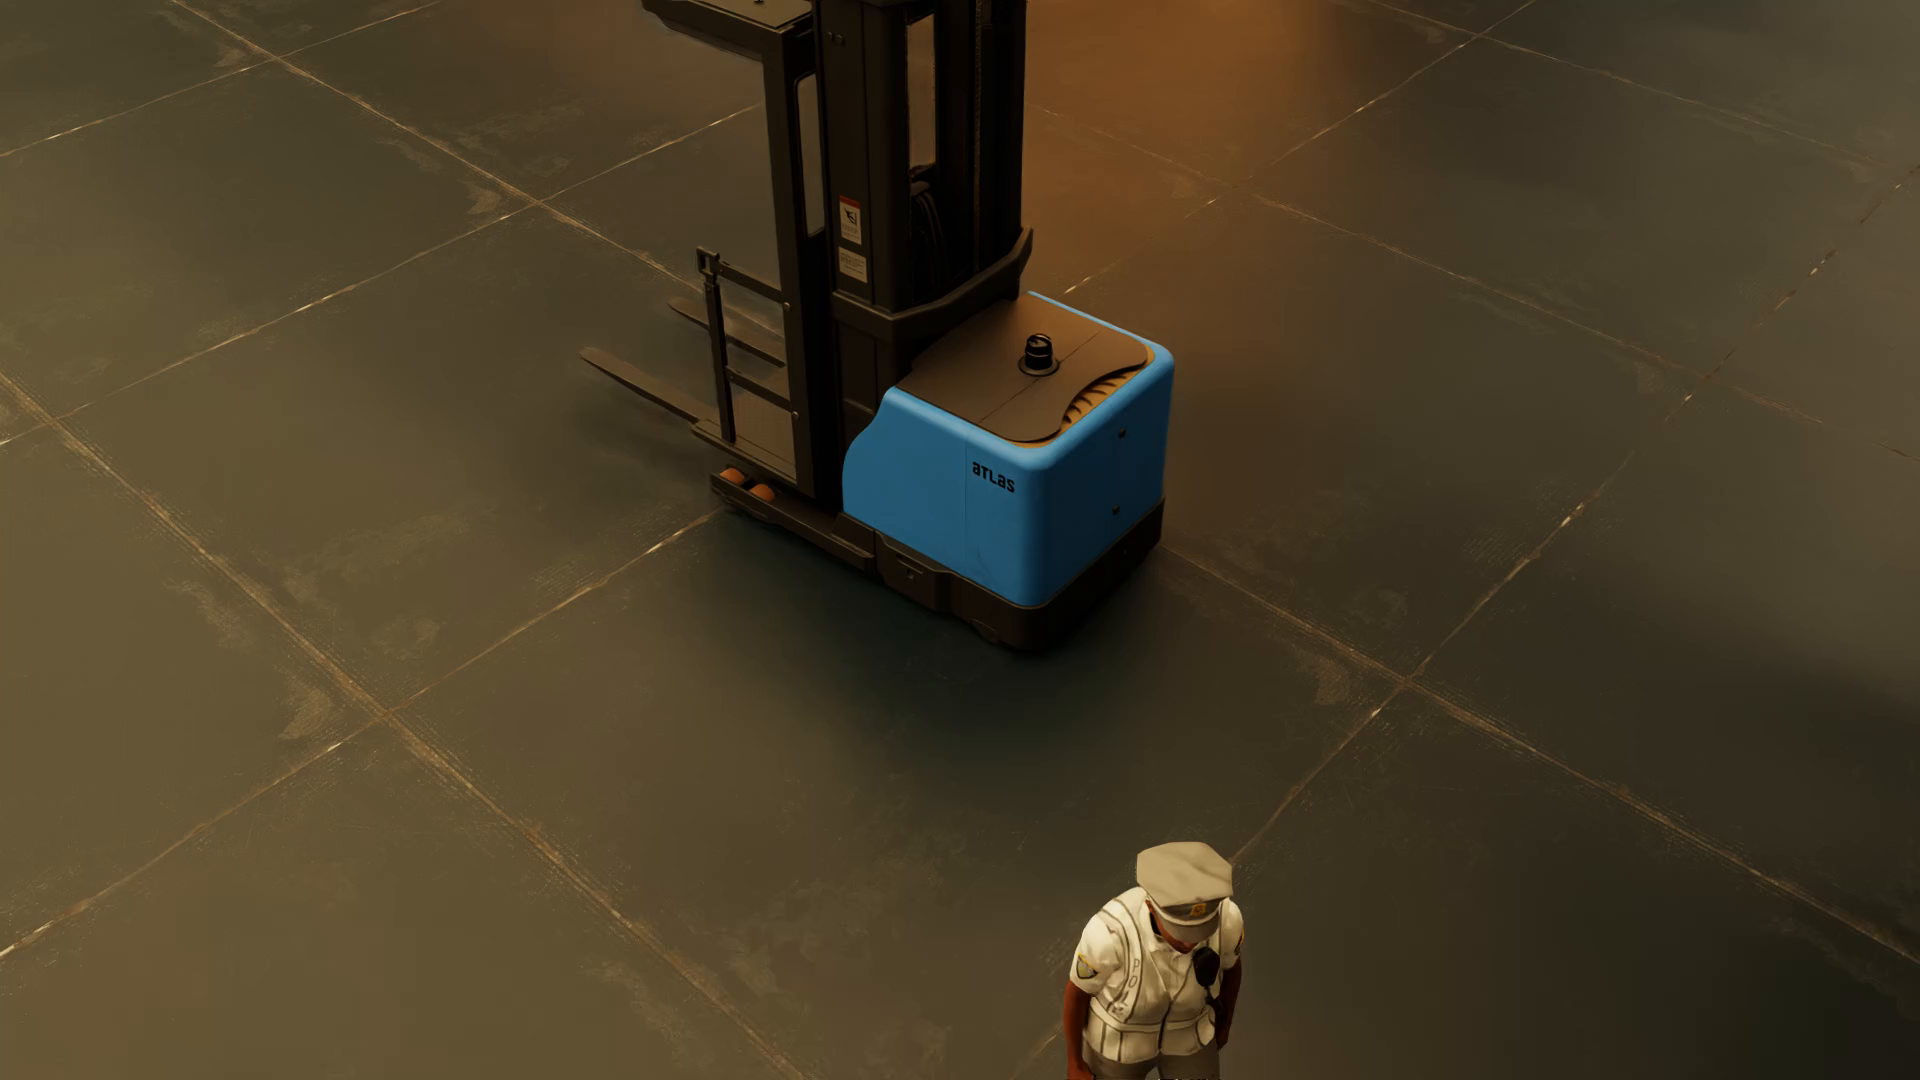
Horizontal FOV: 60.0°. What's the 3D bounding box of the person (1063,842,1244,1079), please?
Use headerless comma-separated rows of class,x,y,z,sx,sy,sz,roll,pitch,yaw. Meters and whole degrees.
person,0.551,1.451,4.734,0.519,1.681,0.436,-5,41,-6

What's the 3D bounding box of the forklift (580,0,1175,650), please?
forklift,-0.547,-1.446,7.114,3.031,2.935,1.130,28,48,28
